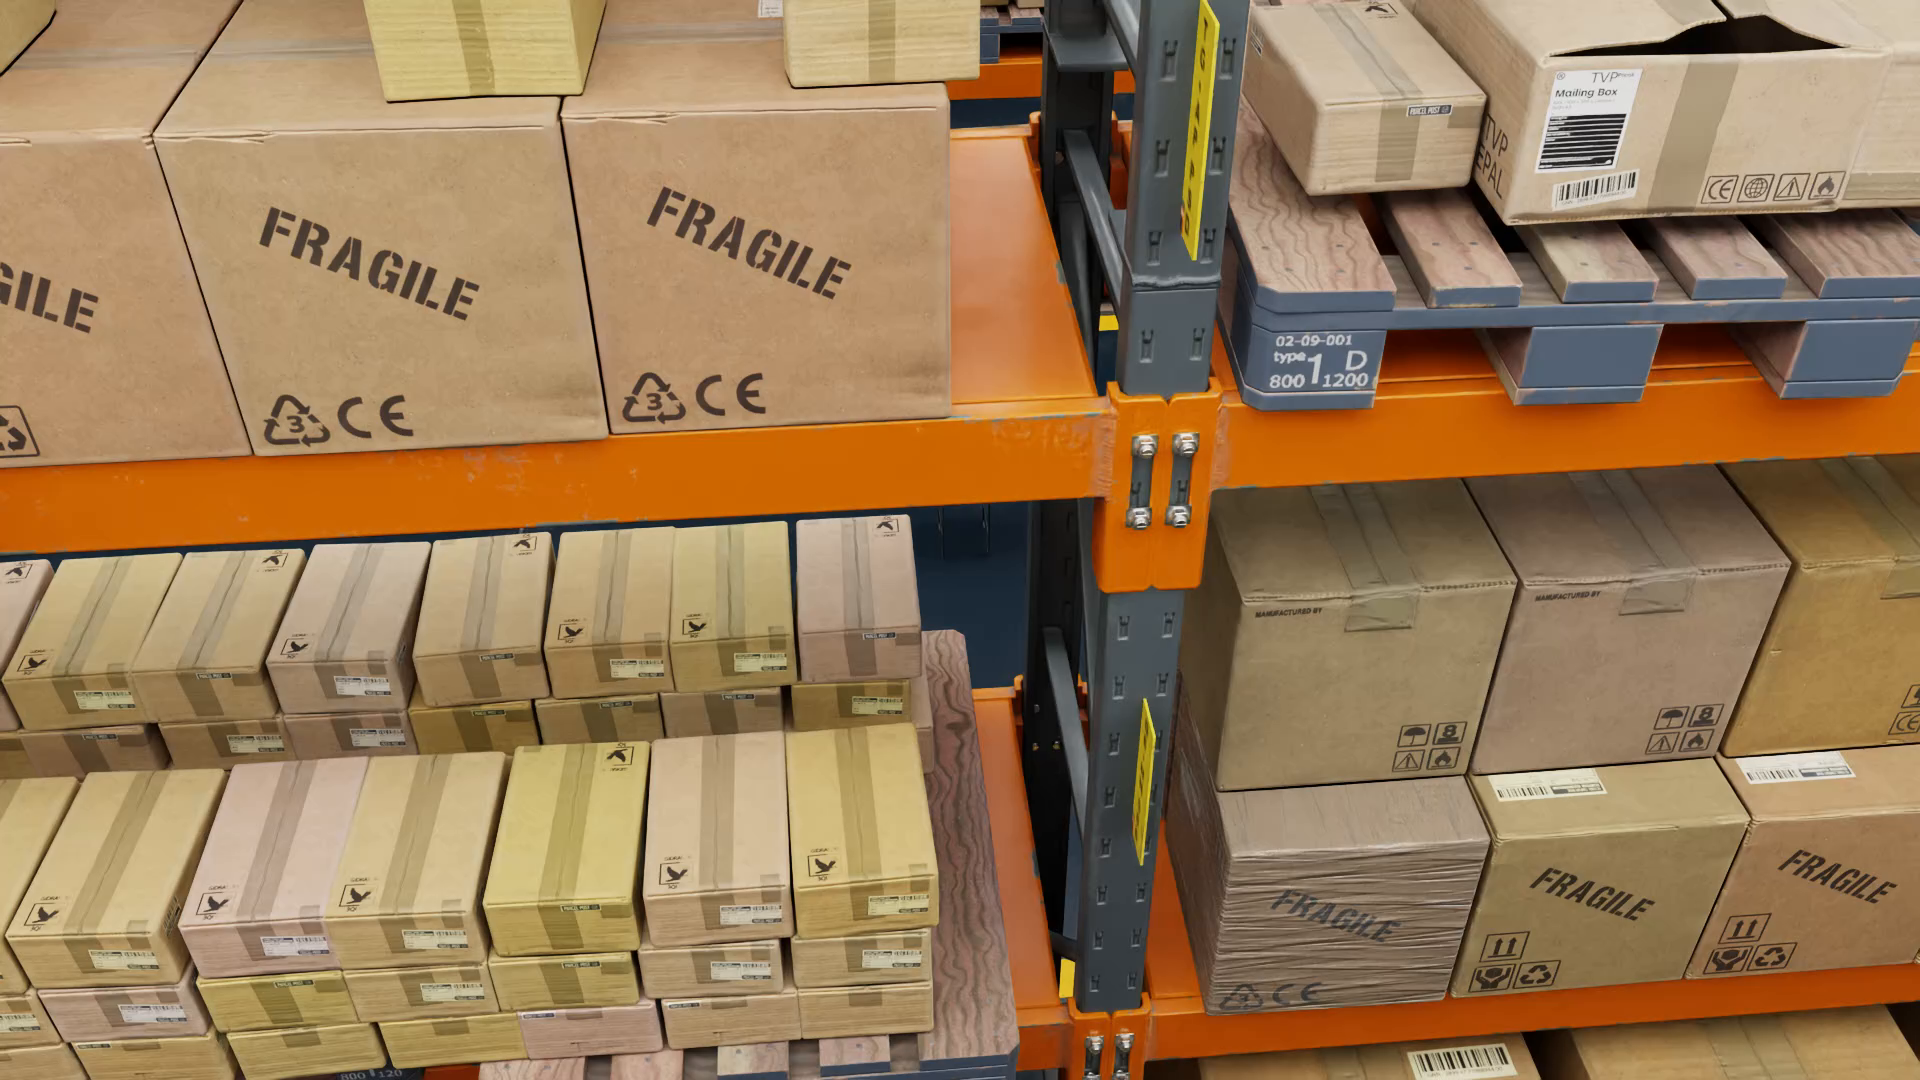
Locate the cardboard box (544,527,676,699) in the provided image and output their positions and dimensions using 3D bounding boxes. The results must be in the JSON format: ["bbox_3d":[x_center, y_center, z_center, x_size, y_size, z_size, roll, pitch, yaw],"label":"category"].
[{"bbox_3d":[-0.727,0.149,3.524,0.250,0.149,0.380,-3,38,-4],"label":"cardboard box"}]

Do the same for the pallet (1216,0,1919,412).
[{"bbox_3d":[0.900,-0.656,2.891,1.003,0.211,1.213,-1,38,-2],"label":"pallet"}]

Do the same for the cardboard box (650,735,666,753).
[{"bbox_3d":[-0.737,0.379,3.712,0.250,0.149,0.380,-1,38,-2],"label":"cardboard box"}]

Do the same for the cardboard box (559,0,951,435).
[{"bbox_3d":[-0.283,-0.513,2.477,0.500,0.500,0.500,-3,38,-4],"label":"cardboard box"}]

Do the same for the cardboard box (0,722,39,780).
[{"bbox_3d":[-2.030,0.334,3.529,0.250,0.149,0.380,-3,38,-4],"label":"cardboard box"}]

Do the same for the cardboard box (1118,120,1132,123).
[{"bbox_3d":[1.022,-1.737,8.312,0.625,0.372,0.950,-4,38,-5],"label":"cardboard box"}]

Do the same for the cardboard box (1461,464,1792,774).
[{"bbox_3d":[1.215,0.037,3.394,0.500,0.500,0.700,-4,38,-5],"label":"cardboard box"}]

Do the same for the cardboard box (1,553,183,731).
[{"bbox_3d":[-1.772,0.206,3.451,0.250,0.149,0.380,-4,38,-5],"label":"cardboard box"}]

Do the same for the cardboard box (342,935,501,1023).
[{"bbox_3d":[-0.966,0.686,3.083,0.250,0.149,0.380,-3,38,-4],"label":"cardboard box"}]

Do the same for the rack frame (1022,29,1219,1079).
[{"bbox_3d":[0.263,0.515,3.675,0.127,3.000,1.000,-3,38,-4],"label":"rack frame"}]

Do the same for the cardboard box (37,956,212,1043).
[{"bbox_3d":[-1.473,0.713,3.049,0.250,0.149,0.380,-2,38,-3],"label":"cardboard box"}]

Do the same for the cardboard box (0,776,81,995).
[{"bbox_3d":[-1.732,0.609,2.940,0.250,0.149,0.380,-2,38,-3],"label":"cardboard box"}]

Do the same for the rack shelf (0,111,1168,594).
[{"bbox_3d":[-1.729,-0.270,2.830,4.000,0.370,1.077,-3,38,-4],"label":"rack shelf"}]

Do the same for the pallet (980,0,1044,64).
[{"bbox_3d":[0.424,-2.563,7.731,1.003,0.211,1.213,-3,38,-4],"label":"pallet"}]

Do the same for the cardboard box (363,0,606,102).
[{"bbox_3d":[-0.626,-0.782,2.199,0.258,0.266,0.396,-3,38,-4],"label":"cardboard box"}]

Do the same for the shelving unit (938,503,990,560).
[{"bbox_3d":[0.014,-0.472,6.379,0.189,1.200,0.258,-3,38,-4],"label":"shelving unit"}]

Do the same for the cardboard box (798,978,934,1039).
[{"bbox_3d":[-0.188,0.760,3.229,0.250,0.149,0.380,-3,38,-3],"label":"cardboard box"}]

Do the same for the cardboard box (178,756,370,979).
[{"bbox_3d":[-1.202,0.579,2.978,0.250,0.149,0.380,-3,38,-4],"label":"cardboard box"}]

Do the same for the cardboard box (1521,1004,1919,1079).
[{"bbox_3d":[1.748,1.206,4.277,0.750,0.750,1.050,-3,38,-3],"label":"cardboard box"}]

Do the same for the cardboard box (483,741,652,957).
[{"bbox_3d":[-0.696,0.552,3.012,0.250,0.149,0.380,-2,38,-3],"label":"cardboard box"}]

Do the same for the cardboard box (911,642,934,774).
[{"bbox_3d":[-0.201,0.349,3.750,0.250,0.149,0.380,-4,38,-5],"label":"cardboard box"}]

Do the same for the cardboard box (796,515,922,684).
[{"bbox_3d":[-0.219,0.122,3.558,0.250,0.149,0.380,-3,38,-4],"label":"cardboard box"}]

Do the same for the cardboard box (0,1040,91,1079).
[{"bbox_3d":[-1.737,0.844,3.122,0.250,0.149,0.380,-5,39,-6],"label":"cardboard box"}]

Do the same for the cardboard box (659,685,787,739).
[{"bbox_3d":[-0.506,0.251,3.634,0.250,0.149,0.380,-1,38,-2],"label":"cardboard box"}]

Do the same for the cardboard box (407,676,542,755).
[{"bbox_3d":[-1.023,0.282,3.595,0.250,0.149,0.380,-3,38,-4],"label":"cardboard box"}]

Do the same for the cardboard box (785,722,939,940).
[{"bbox_3d":[-0.185,0.525,3.046,0.250,0.149,0.380,-5,39,-6],"label":"cardboard box"}]

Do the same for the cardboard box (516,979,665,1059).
[{"bbox_3d":[-0.691,0.787,3.195,0.250,0.149,0.380,-3,38,-3],"label":"cardboard box"}]

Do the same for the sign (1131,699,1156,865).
[{"bbox_3d":[0.320,0.426,2.917,0.005,0.325,0.100,-3,38,-4],"label":"sign"}]

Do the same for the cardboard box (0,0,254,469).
[{"bbox_3d":[-1.279,-0.453,2.400,0.500,0.500,0.500,-3,38,-4],"label":"cardboard box"}]

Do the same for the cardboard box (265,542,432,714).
[{"bbox_3d":[-1.260,0.179,3.485,0.250,0.149,0.380,-1,38,-2],"label":"cardboard box"}]

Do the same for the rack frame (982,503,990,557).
[{"bbox_3d":[0.106,-0.477,6.386,0.006,1.200,0.240,-3,38,-4],"label":"rack frame"}]

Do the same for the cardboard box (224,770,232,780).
[{"bbox_3d":[-1.521,0.423,3.656,0.250,0.149,0.380,-3,38,-3],"label":"cardboard box"}]

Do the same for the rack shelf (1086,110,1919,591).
[{"bbox_3d":[2.255,-0.489,3.108,4.000,0.370,1.077,-3,38,-4],"label":"rack shelf"}]

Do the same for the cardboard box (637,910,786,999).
[{"bbox_3d":[-0.455,0.656,3.120,0.250,0.149,0.380,-2,38,-2],"label":"cardboard box"}]

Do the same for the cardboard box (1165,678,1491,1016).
[{"bbox_3d":[0.734,0.618,3.464,0.500,0.500,0.500,-3,38,-3],"label":"cardboard box"}]

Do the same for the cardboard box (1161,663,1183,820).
[{"bbox_3d":[0.688,0.286,3.885,0.500,0.500,0.500,-3,38,-4],"label":"cardboard box"}]

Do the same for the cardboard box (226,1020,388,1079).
[{"bbox_3d":[-1.208,0.814,3.161,0.250,0.149,0.380,-5,39,-6],"label":"cardboard box"}]

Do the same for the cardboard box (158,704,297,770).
[{"bbox_3d":[-1.519,0.307,3.563,0.250,0.149,0.380,-3,38,-4],"label":"cardboard box"}]

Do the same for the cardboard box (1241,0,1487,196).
[{"bbox_3d":[0.610,-0.687,2.561,0.250,0.149,0.380,-5,39,-6],"label":"cardboard box"}]

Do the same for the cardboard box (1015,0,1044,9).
[{"bbox_3d":[0.349,-2.497,7.357,0.250,0.149,0.380,-5,39,-7],"label":"cardboard box"}]

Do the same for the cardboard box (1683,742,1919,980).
[{"bbox_3d":[1.743,0.561,3.537,0.500,0.500,0.500,-3,38,-4],"label":"cardboard box"}]

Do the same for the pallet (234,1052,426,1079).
[{"bbox_3d":[-1.705,0.725,3.565,1.213,0.211,1.003,-3,38,-4],"label":"pallet"}]

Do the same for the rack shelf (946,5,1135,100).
[{"bbox_3d":[1.716,-2.360,7.901,4.000,0.370,1.077,-3,38,-4],"label":"rack shelf"}]

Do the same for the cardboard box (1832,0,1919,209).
[{"bbox_3d":[1.502,-0.739,2.545,0.500,0.250,0.500,-2,38,-3],"label":"cardboard box"}]
